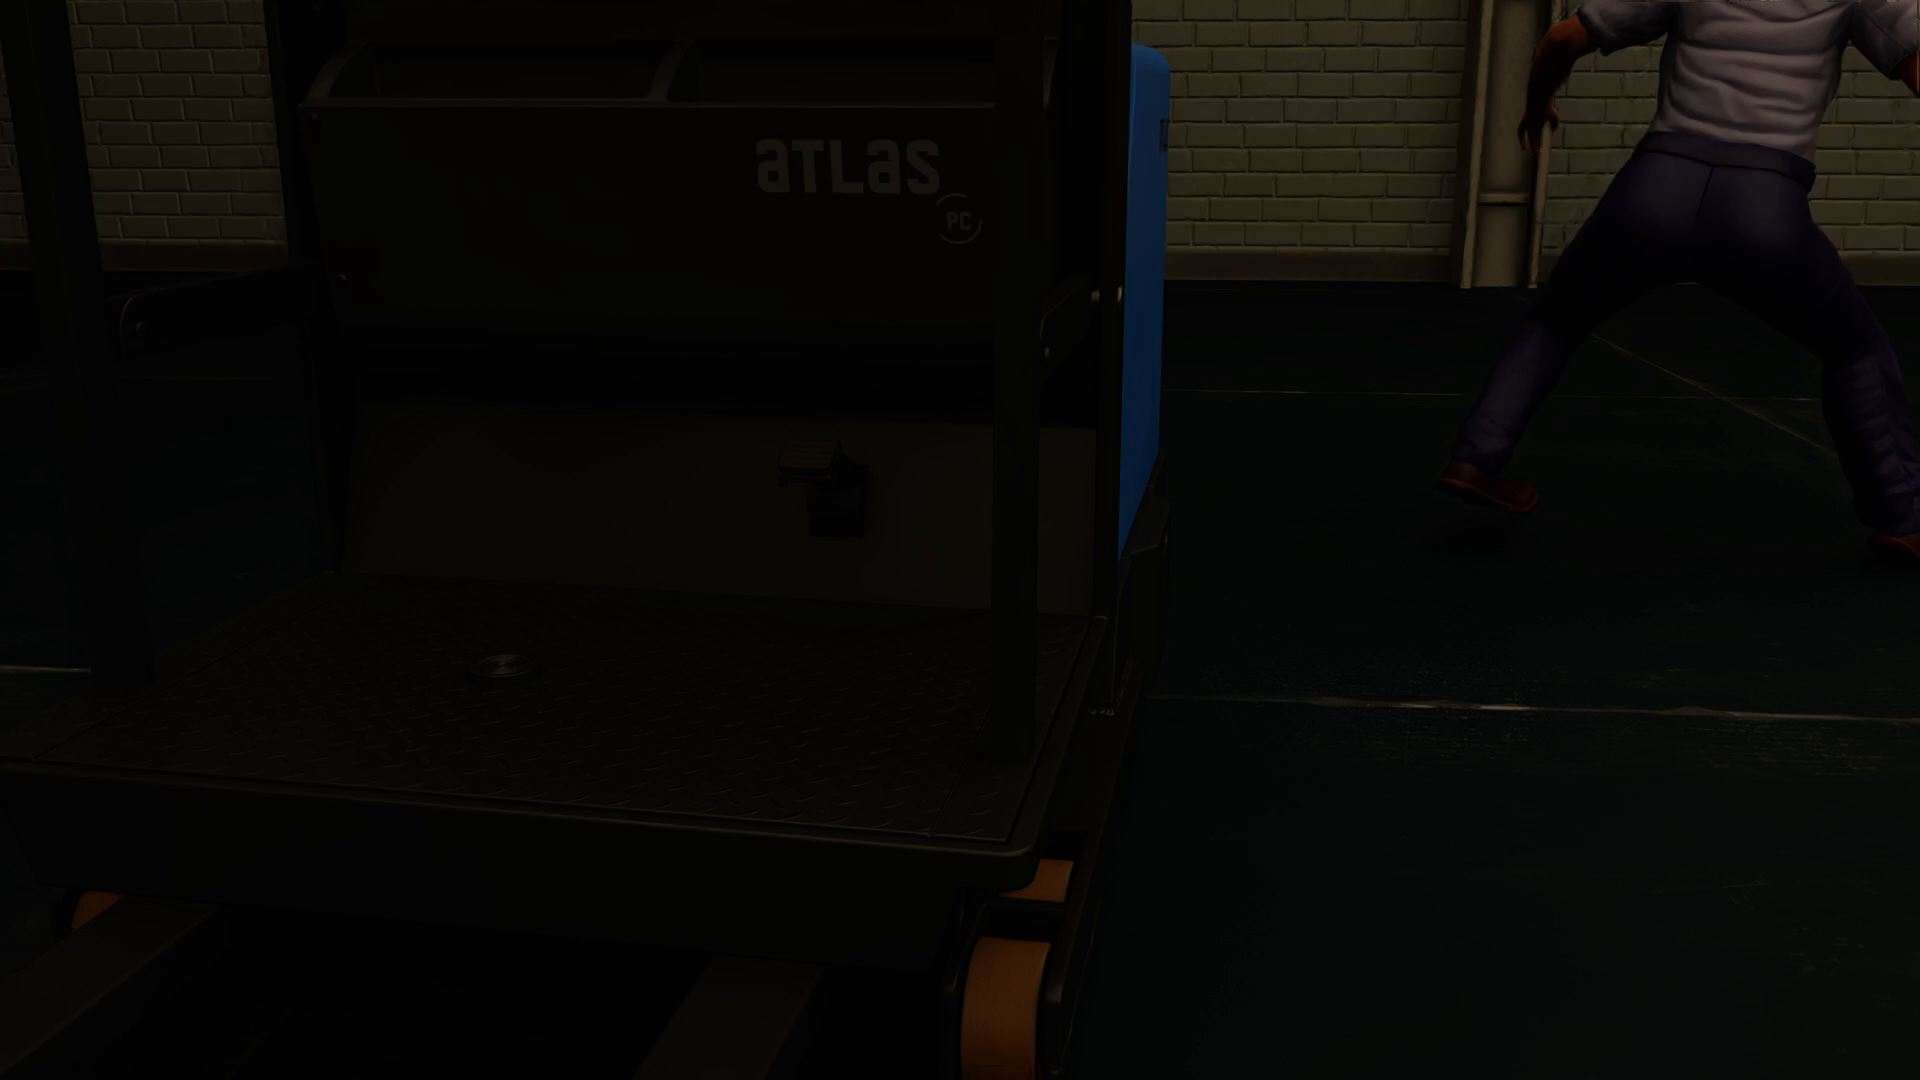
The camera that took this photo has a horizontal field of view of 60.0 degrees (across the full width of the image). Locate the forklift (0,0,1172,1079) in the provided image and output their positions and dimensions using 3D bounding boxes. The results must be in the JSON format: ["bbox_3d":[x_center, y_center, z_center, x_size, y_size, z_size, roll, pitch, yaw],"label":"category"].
[{"bbox_3d":[-0.383,-0.945,1.701,1.130,2.935,3.031,3,15,11],"label":"forklift"}]

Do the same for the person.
[{"bbox_3d":[1.664,-0.647,3.551,1.087,1.595,0.507,9,17,29],"label":"person"}]
